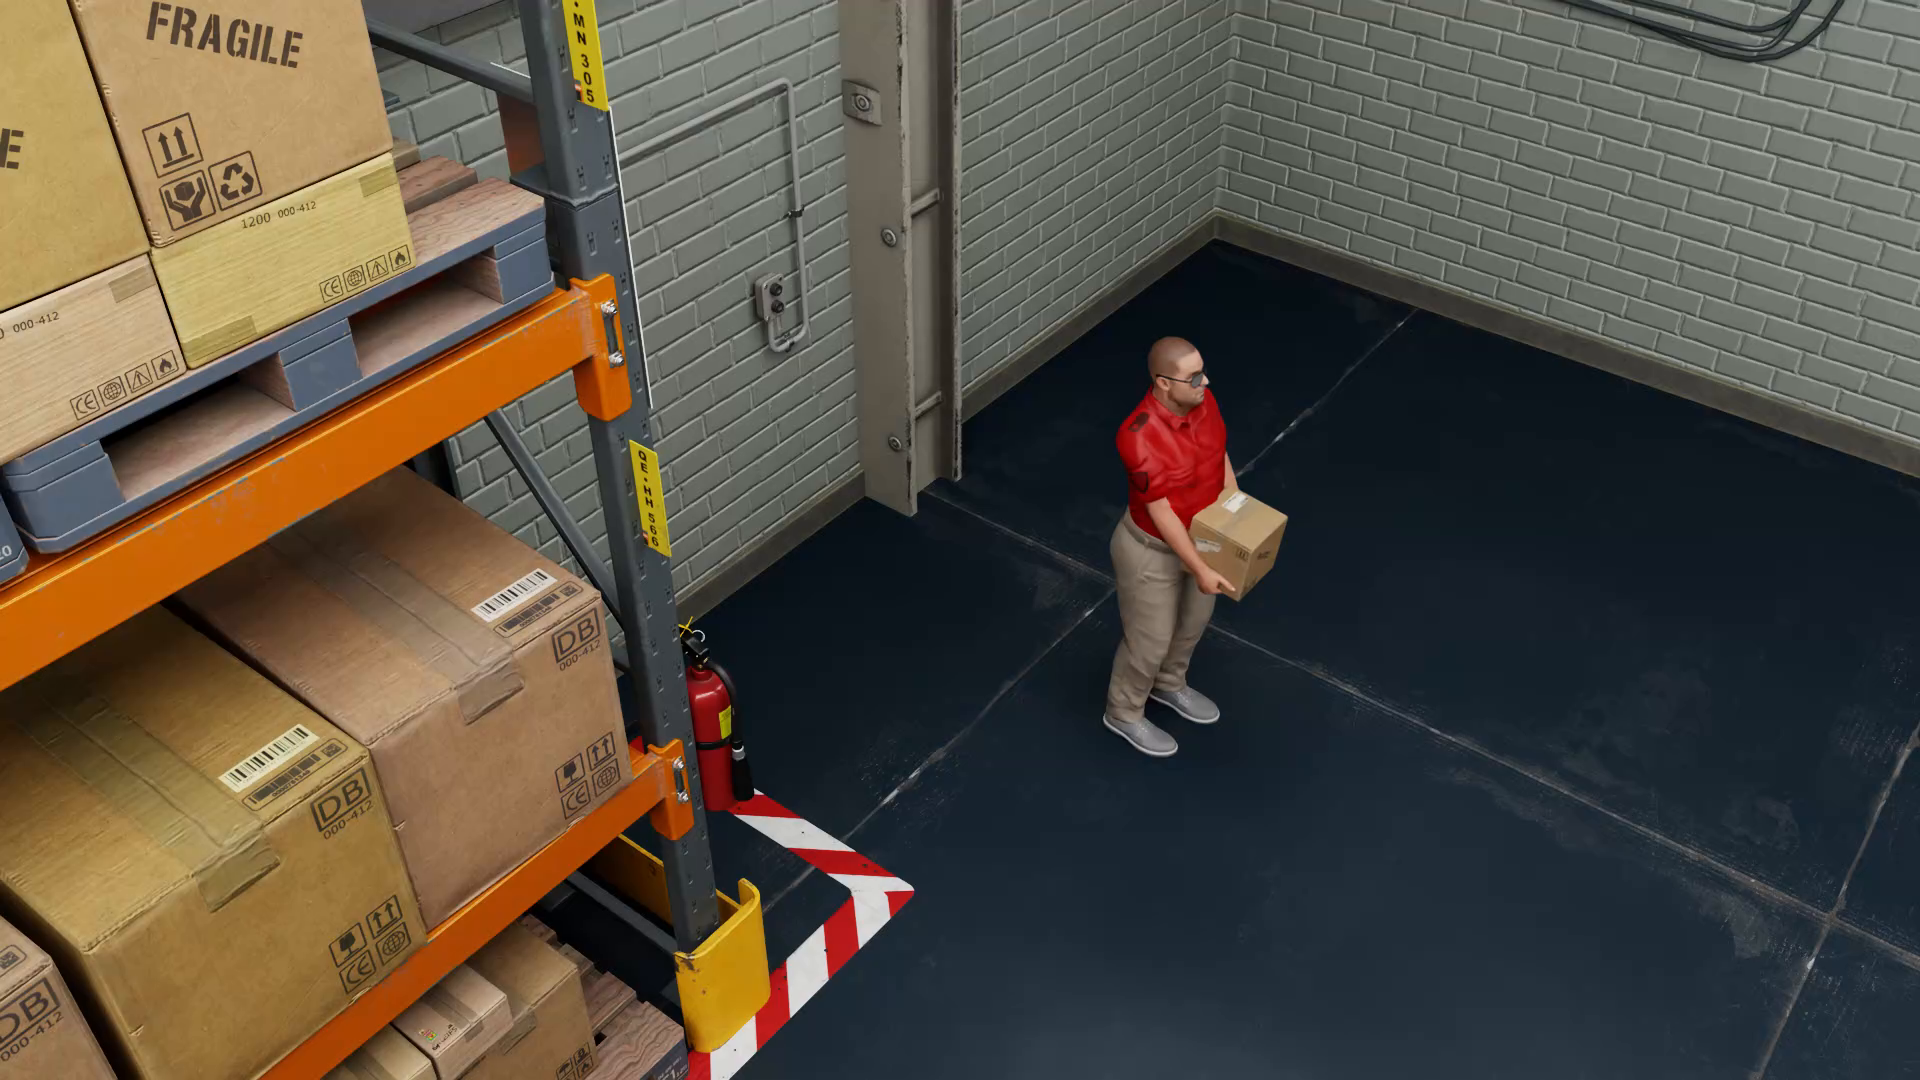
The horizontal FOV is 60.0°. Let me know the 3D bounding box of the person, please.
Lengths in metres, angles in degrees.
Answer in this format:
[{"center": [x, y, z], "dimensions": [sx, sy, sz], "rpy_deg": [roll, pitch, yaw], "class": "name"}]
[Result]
[{"center": [0.849, 0.056, 6.107], "dimensions": [0.530, 1.719, 0.493], "rpy_deg": [26, 46, 29], "class": "person"}]
